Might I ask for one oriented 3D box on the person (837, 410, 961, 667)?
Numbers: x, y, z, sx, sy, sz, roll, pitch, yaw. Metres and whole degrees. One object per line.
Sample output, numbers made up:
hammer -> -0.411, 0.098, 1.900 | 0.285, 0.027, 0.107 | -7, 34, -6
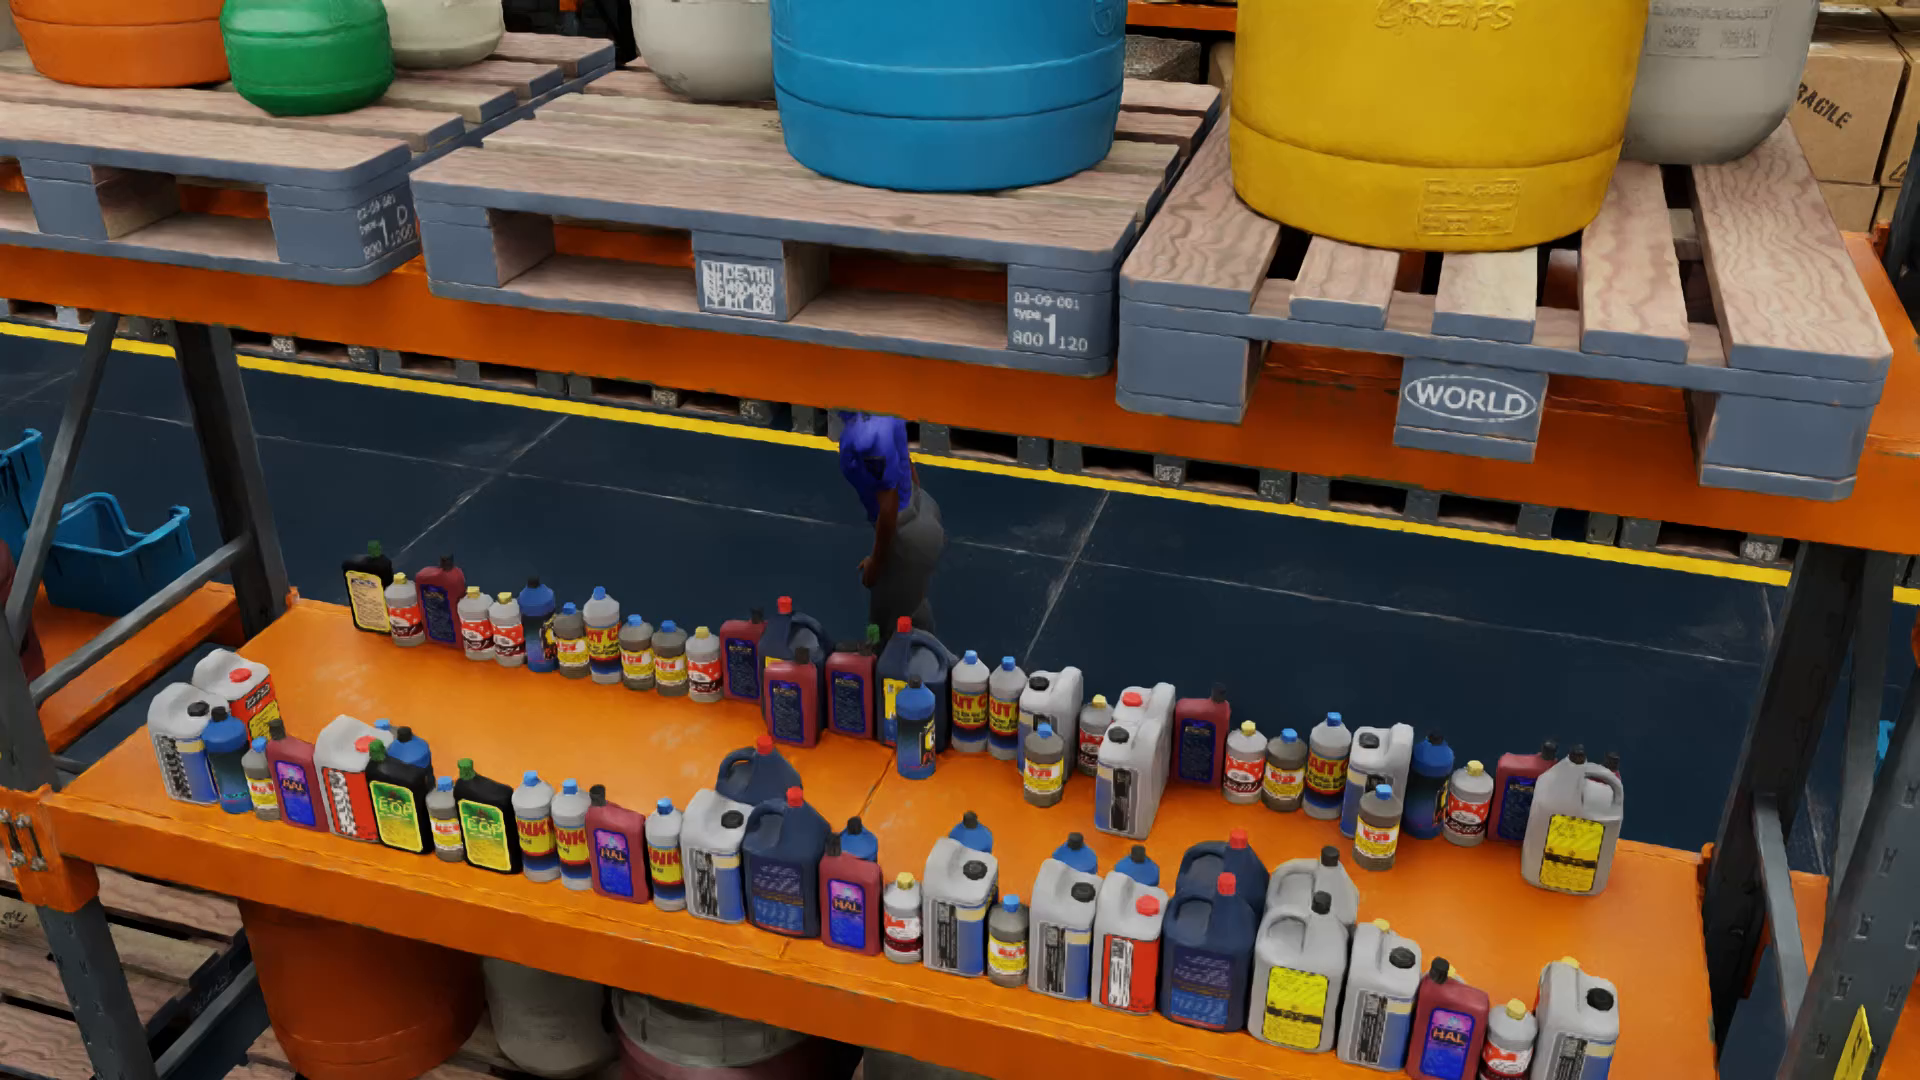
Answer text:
person -> -0.201, -0.003, 6.178 | 0.615, 1.621, 0.448 | -3, 30, -5
